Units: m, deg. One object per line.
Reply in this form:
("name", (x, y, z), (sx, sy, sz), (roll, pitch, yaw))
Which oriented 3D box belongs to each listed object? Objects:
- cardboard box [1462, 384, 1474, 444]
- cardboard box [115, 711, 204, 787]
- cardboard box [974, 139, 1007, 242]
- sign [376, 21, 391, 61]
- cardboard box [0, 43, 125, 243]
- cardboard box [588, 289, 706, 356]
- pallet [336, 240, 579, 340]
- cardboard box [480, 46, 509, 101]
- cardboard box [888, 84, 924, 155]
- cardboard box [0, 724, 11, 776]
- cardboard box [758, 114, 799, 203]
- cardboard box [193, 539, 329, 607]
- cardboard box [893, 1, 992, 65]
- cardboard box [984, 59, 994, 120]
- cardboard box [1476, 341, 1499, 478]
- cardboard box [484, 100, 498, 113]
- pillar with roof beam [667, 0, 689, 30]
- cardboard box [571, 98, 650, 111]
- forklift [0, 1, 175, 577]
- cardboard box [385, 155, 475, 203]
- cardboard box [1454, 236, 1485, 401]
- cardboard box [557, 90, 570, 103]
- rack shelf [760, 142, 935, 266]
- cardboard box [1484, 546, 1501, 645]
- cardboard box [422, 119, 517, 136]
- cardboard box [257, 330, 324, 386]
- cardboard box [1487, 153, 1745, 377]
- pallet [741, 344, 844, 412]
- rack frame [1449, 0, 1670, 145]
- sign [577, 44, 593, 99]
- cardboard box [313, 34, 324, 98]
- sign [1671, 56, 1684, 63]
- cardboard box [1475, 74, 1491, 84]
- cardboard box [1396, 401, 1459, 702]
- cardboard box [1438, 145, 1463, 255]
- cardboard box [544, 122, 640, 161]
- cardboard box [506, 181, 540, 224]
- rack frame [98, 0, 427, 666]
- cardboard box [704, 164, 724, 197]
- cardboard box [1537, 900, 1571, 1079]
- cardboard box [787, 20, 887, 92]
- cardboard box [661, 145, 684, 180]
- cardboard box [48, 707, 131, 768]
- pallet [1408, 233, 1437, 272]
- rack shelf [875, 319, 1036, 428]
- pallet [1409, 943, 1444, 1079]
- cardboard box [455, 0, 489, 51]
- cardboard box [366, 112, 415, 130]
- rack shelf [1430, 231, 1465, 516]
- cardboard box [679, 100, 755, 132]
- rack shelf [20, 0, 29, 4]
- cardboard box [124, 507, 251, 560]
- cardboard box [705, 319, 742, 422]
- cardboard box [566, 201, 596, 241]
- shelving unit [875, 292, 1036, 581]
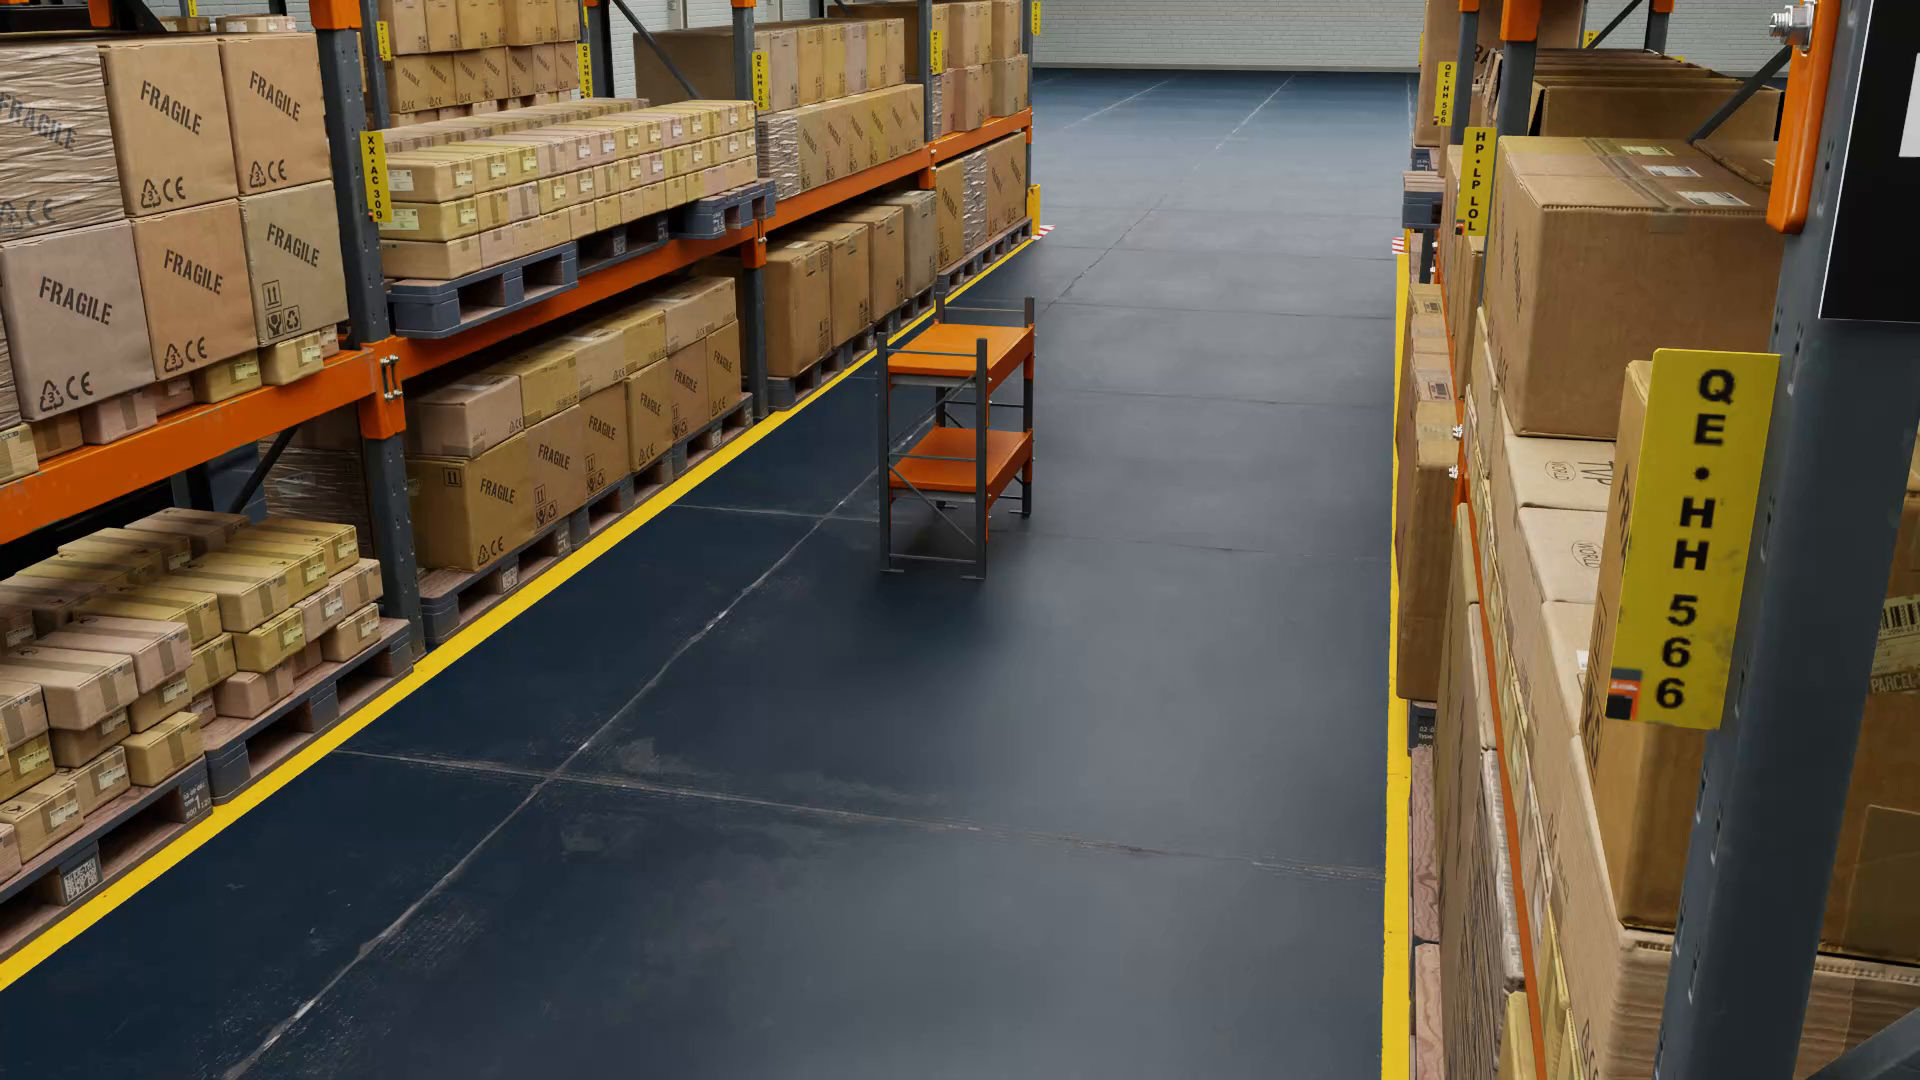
("cardboard box", (1.712, -0.357, 4.980), (0.380, 0.149, 0.250), (5, 19, 14))
("cardboard box", (-2.697, 0.659, 5.378), (0.380, 0.149, 0.250), (5, 19, 13))
("cardboard box", (-0.061, -3.426, 16.215), (0.875, 0.875, 0.875), (4, 19, 13))
("sign", (-5.009, -4.337, 14.454), (0.100, 0.325, 0.005), (5, 19, 13))
("cardboard box", (-2.791, -1.136, 4.712), (0.500, 0.500, 0.500), (5, 20, 15))
("cardboard box", (-1.727, -1.196, 9.105), (0.500, 0.250, 0.500), (5, 19, 14))
("pallet", (-2.351, -1.103, 7.072), (1.003, 0.211, 1.213), (5, 19, 13))
("cardboard box", (-4.831, -4.612, 16.434), (0.500, 0.500, 0.500), (5, 19, 14))
("cardboard box", (-0.592, -3.336, 13.158), (0.500, 0.500, 0.500), (5, 19, 13))
("cardboard box", (-2.896, 0.606, 4.614), (0.380, 0.149, 0.250), (5, 19, 14))
("cardboard box", (-1.330, -2.386, 10.378), (0.500, 0.500, 0.500), (5, 19, 14))
("cardboard box", (-2.537, 0.119, 6.040), (0.380, 0.149, 0.250), (5, 19, 14))
("cardboard box", (-0.192, -4.675, 15.330), (0.875, 0.550, 0.500), (5, 19, 13))
("cardboard box", (-0.165, -4.338, 16.016), (0.875, 0.550, 0.550), (5, 19, 13))
("cardboard box", (1.611, -0.330, 4.285), (0.500, 0.250, 0.500), (5, 19, 13))
("cardboard box", (-4.804, -4.268, 16.431), (0.380, 0.149, 0.250), (5, 19, 13))
("pillar with roof beam", (-1.857, -13.470, 33.703), (9.100, 9.000, 0.400), (5, 19, 13))
("cardboard box", (-2.003, -2.450, 9.538), (0.380, 0.149, 0.250), (5, 19, 13))
("forklift", (-4.648, -1.514, 8.085), (1.130, 2.935, 3.031), (4, 19, 11))
("cardboard box", (-2.136, -1.414, 6.505), (0.380, 0.149, 0.250), (6, 20, 16))
("cardboard box", (1.956, -0.758, 5.610), (0.500, 0.500, 0.500), (5, 19, 14))
("cardboard box", (-4.409, -4.745, 17.827), (0.380, 0.149, 0.250), (4, 19, 13))
("rack shelf", (-1.212, -2.506, 11.996), (1.077, 0.370, 4.000), (5, 19, 13))
("cardboard box", (1.332, 0.132, 3.549), (0.380, 0.149, 0.250), (4, 19, 12))
("cardboard box", (-2.386, -1.961, 8.107), (0.380, 0.149, 0.250), (4, 19, 13))
("cardboard box", (-2.478, -0.649, 5.836), (0.380, 0.149, 0.250), (4, 19, 12))
("cardboard box", (1.614, -0.683, 4.159), (0.500, 0.500, 0.500), (5, 19, 13))
("pallet", (-1.435, -1.141, 11.201), (1.003, 0.211, 1.213), (5, 19, 13))
("rack frame", (3.084, -1.796, 8.805), (1.000, 3.000, 0.127), (5, 19, 13))
("sign", (-2.240, -2.810, 9.982), (0.100, 0.325, 0.005), (5, 19, 13))
("cardboard box", (-5.559, -3.901, 13.702), (0.500, 0.500, 0.500), (5, 19, 14))
("sign", (3.623, -2.301, 8.492), (0.100, 0.325, 0.005), (5, 19, 13))
("cardboard box", (3.727, -2.747, 10.779), (0.797, 0.503, 0.637), (7, 20, 19))
("cardboard box", (2.244, 0.062, 6.002), (1.225, 0.875, 0.875), (5, 19, 14))
("cardboard box", (2.701, -1.712, 8.405), (0.500, 0.500, 0.500), (5, 20, 15))
("cardboard box", (-1.759, -1.904, 7.940), (0.380, 0.149, 0.250), (5, 20, 15))
("cardboard box", (-2.012, -1.436, 7.029), (0.380, 0.149, 0.250), (5, 20, 15))
("rack frame", (-2.678, -0.966, 6.374), (1.000, 3.000, 0.127), (5, 19, 13))
("cardboard box", (-1.501, -1.950, 8.994), (0.380, 0.149, 0.250), (5, 19, 14))
("cardboard box", (0.959, 0.611, 2.146), (0.380, 0.149, 0.250), (5, 19, 14))
("cardboard box", (-0.963, -3.676, 12.608), (0.700, 0.500, 0.500), (4, 19, 12))
("cardboard box", (-1.630, -1.926, 8.466), (0.380, 0.149, 0.250), (5, 19, 13))
("cardboard box", (-2.834, 0.574, 5.168), (0.380, 0.149, 0.250), (4, 19, 11))
("pallet", (4.787, -2.708, 15.790), (1.003, 0.211, 1.213), (5, 19, 13))
("rack shelf", (-0.002, -0.807, 7.905), (0.538, 0.278, 1.000), (5, 19, 13))
("pallet", (1.549, 1.393, 3.782), (1.003, 0.211, 1.213), (5, 19, 13))
("cardboard box", (-4.936, -4.928, 15.813), (0.700, 0.500, 0.500), (4, 19, 12))
("cardboard box", (-5.161, -3.787, 15.022), (0.380, 0.149, 0.250), (5, 19, 13))
("rack shelf", (2.595, -0.829, 7.086), (1.077, 0.370, 4.000), (5, 19, 13))
("cardboard box", (-1.376, -2.391, 9.365), (0.380, 0.149, 0.250), (4, 19, 11))
("rack shelf", (-6.037, -4.284, 12.563), (1.077, 0.370, 4.000), (5, 19, 13))
("cardboard box", (-2.963, -0.005, 6.402), (0.380, 0.149, 0.250), (5, 20, 16))
("cardboard box", (-1.608, -1.008, 9.716), (0.500, 0.500, 0.500), (5, 19, 13))
("cardboard box", (-1.885, -1.456, 7.550), (0.380, 0.149, 0.250), (4, 19, 11))
("shelving unit", (-0.002, -0.530, 8.000), (0.538, 1.125, 1.048), (5, 19, 13))
